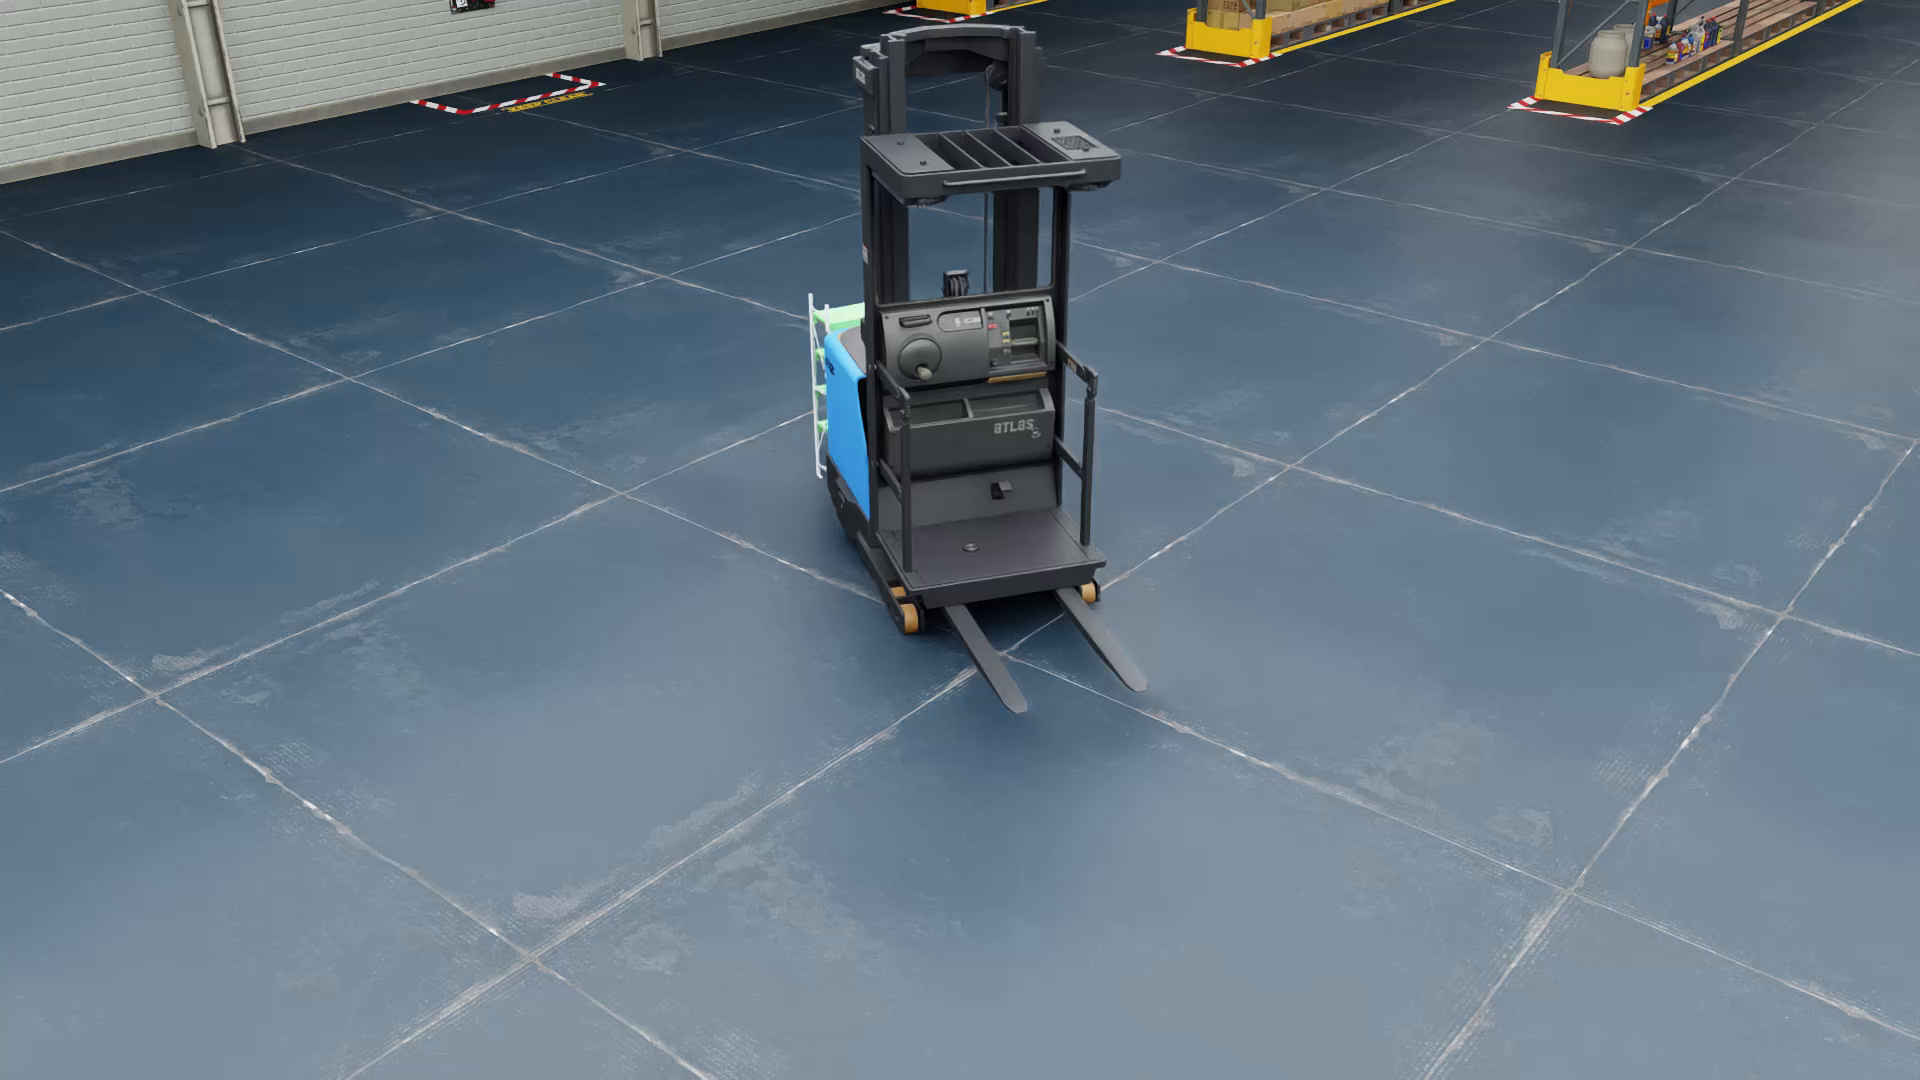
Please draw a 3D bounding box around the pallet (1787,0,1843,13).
[{"bbox_3d":[13.014,-8.409,25.775,1.003,0.211,1.213,21,34,34],"label":"pallet"}]

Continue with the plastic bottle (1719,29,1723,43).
[{"bbox_3d":[10.011,-6.671,21.947,0.097,0.201,0.097,0,27,0],"label":"plastic bottle"}]

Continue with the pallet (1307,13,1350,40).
[{"bbox_3d":[4.867,-7.444,23.910,1.003,0.211,1.213,21,34,34],"label":"pallet"}]

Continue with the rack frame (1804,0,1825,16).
[{"bbox_3d":[12.545,-9.356,24.571,1.000,3.000,0.127,21,34,34],"label":"rack frame"}]

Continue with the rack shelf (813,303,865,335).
[{"bbox_3d":[-0.633,-1.327,10.104,0.480,0.148,0.258,-15,31,-27],"label":"rack shelf"}]

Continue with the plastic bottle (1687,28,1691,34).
[{"bbox_3d":[9.391,-6.452,21.436,0.061,0.283,0.133,21,34,34],"label":"plastic bottle"}]

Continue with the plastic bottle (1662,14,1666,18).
[{"bbox_3d":[9.460,-6.937,22.384,0.097,0.271,0.097,0,27,0],"label":"plastic bottle"}]

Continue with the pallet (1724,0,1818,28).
[{"bbox_3d":[12.022,-7.854,24.703,1.003,0.211,1.213,21,34,34],"label":"pallet"}]

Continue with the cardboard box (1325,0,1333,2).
[{"bbox_3d":[5.106,-7.923,23.520,0.500,0.500,0.500,21,34,34],"label":"cardboard box"}]

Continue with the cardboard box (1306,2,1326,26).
[{"bbox_3d":[4.783,-7.414,23.353,0.500,0.250,0.500,21,34,34],"label":"cardboard box"}]

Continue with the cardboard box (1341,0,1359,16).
[{"bbox_3d":[5.422,-7.768,24.036,0.500,0.250,0.500,21,34,34],"label":"cardboard box"}]

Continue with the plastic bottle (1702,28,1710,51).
[{"bbox_3d":[9.620,-6.476,21.482,0.061,0.283,0.133,23,35,38],"label":"plastic bottle"}]

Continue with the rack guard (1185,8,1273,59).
[{"bbox_3d":[3.622,-6.850,22.447,1.175,0.500,0.348,21,34,34],"label":"rack guard"}]

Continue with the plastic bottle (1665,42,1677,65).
[{"bbox_3d":[8.850,-6.055,20.680,0.097,0.271,0.097,0,27,0],"label":"plastic bottle"}]

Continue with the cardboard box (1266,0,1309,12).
[{"bbox_3d":[4.466,-7.570,22.838,0.500,0.500,0.500,21,34,34],"label":"cardboard box"}]

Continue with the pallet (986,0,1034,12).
[{"bbox_3d":[0.404,-8.481,25.915,1.003,0.211,1.213,21,34,34],"label":"pallet"}]

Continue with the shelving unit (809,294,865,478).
[{"bbox_3d":[-0.633,-0.958,10.295,0.503,1.200,0.258,-15,31,-27],"label":"shelving unit"}]

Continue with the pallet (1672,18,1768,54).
[{"bbox_3d":[10.470,-6.989,23.030,1.003,0.211,1.213,21,34,34],"label":"pallet"}]

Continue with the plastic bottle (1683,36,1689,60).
[{"bbox_3d":[9.132,-6.212,20.984,0.097,0.271,0.097,0,27,0],"label":"plastic bottle"}]

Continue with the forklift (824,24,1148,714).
[{"bbox_3d":[0.117,-1.009,8.511,1.130,2.935,3.031,-8,28,-16],"label":"forklift"}]

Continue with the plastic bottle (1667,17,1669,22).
[{"bbox_3d":[9.358,-6.788,22.085,0.061,0.283,0.133,21,34,34],"label":"plastic bottle"}]

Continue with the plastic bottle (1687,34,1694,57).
[{"bbox_3d":[9.261,-6.284,21.123,0.097,0.271,0.097,0,27,0],"label":"plastic bottle"}]

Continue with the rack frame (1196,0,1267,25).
[{"bbox_3d":[3.637,-7.969,21.889,1.000,3.000,0.127,21,34,34],"label":"rack frame"}]

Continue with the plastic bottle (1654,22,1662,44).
[{"bbox_3d":[9.168,-6.670,21.869,0.097,0.271,0.097,0,27,0],"label":"plastic bottle"}]

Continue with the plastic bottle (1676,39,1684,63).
[{"bbox_3d":[9.008,-6.135,20.822,0.061,0.283,0.133,21,34,35],"label":"plastic bottle"}]

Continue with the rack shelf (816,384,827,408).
[{"bbox_3d":[-0.633,-0.901,10.325,0.480,0.148,0.258,-15,31,-27],"label":"rack shelf"}]

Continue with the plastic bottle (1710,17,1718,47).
[{"bbox_3d":[9.814,-6.644,21.733,0.144,0.351,0.185,20,33,33],"label":"plastic bottle"}]

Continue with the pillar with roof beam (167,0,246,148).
[{"bbox_3d":[-4.721,-7.068,13.619,9.100,9.000,0.400,21,34,34],"label":"pillar with roof beam"}]

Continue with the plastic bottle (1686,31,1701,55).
[{"bbox_3d":[9.380,-6.372,21.288,0.152,0.276,0.135,21,34,35],"label":"plastic bottle"}]

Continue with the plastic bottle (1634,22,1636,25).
[{"bbox_3d":[8.777,-6.574,21.598,0.144,0.351,0.185,20,34,34],"label":"plastic bottle"}]

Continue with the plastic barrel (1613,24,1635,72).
[{"bbox_3d":[8.135,-6.035,20.401,0.421,0.512,0.421,0,27,0],"label":"plastic barrel"}]

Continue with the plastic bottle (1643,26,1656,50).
[{"bbox_3d":[8.907,-6.507,21.548,0.152,0.276,0.135,21,34,34],"label":"plastic bottle"}]

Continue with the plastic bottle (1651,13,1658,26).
[{"bbox_3d":[9.167,-6.792,22.018,0.144,0.351,0.185,22,34,36],"label":"plastic bottle"}]

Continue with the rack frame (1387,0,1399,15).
[{"bbox_3d":[6.181,-9.387,24.630,1.000,3.000,0.127,21,34,34],"label":"rack frame"}]

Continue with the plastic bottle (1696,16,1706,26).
[{"bbox_3d":[9.702,-6.686,21.814,0.144,0.351,0.185,21,34,34],"label":"plastic bottle"}]

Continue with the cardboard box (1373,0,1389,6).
[{"bbox_3d":[6.055,-8.124,24.724,0.500,0.250,0.500,21,34,34],"label":"cardboard box"}]

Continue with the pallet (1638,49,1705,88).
[{"bbox_3d":[8.766,-6.039,21.194,1.003,0.211,1.213,21,34,34],"label":"pallet"}]

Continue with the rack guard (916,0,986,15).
[{"bbox_3d":[-0.140,-8.332,25.311,1.175,0.500,0.348,21,34,34],"label":"rack guard"}]

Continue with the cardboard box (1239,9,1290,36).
[{"bbox_3d":[4.150,-7.059,22.666,0.500,0.250,0.500,21,34,34],"label":"cardboard box"}]

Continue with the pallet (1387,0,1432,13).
[{"bbox_3d":[6.620,-8.421,25.798,1.003,0.211,1.213,21,34,34],"label":"pallet"}]
